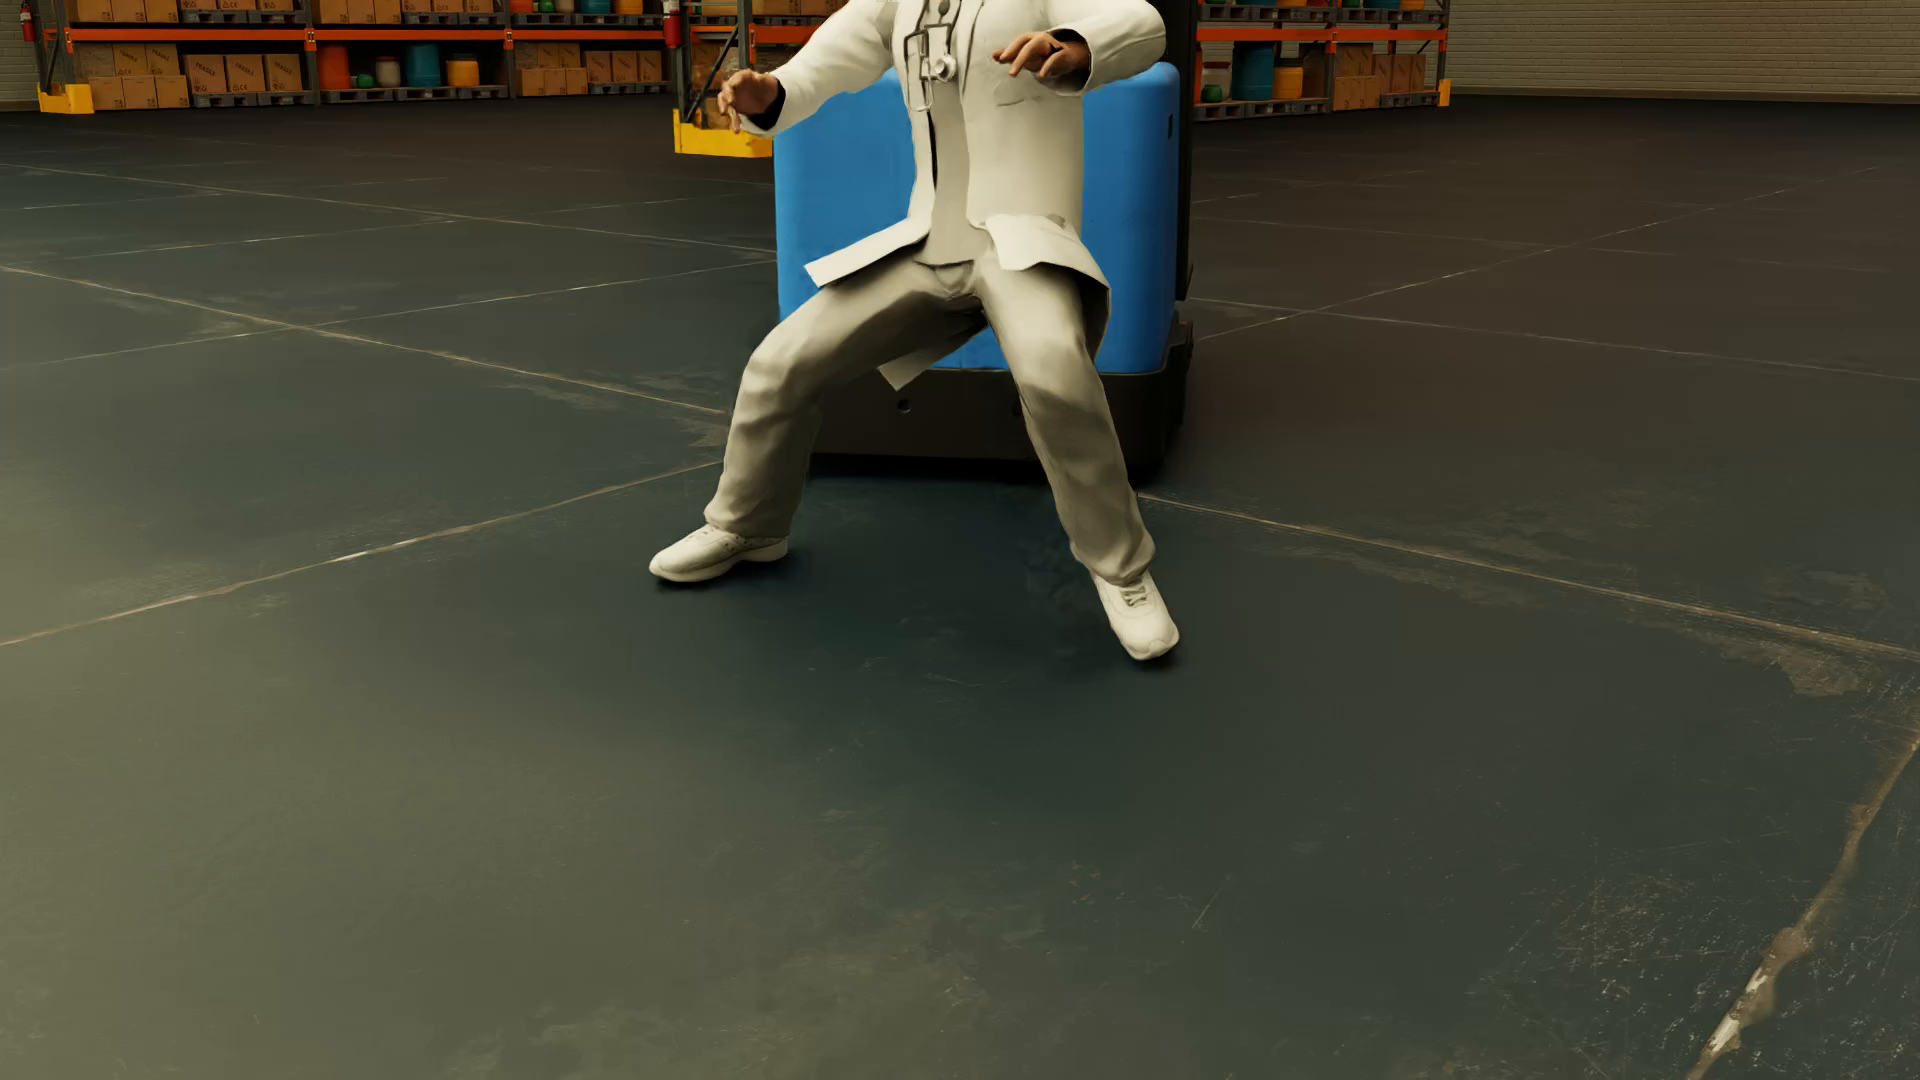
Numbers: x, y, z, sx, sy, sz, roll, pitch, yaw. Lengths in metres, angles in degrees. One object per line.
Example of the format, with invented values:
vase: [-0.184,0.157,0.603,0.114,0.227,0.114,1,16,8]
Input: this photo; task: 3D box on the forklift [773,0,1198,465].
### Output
forklift: [0.246,-1.983,5.427,1.130,2.935,3.031,3,17,9]

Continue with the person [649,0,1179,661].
person: [-0.060,-0.593,3.258,1.162,1.532,0.740,15,23,41]
